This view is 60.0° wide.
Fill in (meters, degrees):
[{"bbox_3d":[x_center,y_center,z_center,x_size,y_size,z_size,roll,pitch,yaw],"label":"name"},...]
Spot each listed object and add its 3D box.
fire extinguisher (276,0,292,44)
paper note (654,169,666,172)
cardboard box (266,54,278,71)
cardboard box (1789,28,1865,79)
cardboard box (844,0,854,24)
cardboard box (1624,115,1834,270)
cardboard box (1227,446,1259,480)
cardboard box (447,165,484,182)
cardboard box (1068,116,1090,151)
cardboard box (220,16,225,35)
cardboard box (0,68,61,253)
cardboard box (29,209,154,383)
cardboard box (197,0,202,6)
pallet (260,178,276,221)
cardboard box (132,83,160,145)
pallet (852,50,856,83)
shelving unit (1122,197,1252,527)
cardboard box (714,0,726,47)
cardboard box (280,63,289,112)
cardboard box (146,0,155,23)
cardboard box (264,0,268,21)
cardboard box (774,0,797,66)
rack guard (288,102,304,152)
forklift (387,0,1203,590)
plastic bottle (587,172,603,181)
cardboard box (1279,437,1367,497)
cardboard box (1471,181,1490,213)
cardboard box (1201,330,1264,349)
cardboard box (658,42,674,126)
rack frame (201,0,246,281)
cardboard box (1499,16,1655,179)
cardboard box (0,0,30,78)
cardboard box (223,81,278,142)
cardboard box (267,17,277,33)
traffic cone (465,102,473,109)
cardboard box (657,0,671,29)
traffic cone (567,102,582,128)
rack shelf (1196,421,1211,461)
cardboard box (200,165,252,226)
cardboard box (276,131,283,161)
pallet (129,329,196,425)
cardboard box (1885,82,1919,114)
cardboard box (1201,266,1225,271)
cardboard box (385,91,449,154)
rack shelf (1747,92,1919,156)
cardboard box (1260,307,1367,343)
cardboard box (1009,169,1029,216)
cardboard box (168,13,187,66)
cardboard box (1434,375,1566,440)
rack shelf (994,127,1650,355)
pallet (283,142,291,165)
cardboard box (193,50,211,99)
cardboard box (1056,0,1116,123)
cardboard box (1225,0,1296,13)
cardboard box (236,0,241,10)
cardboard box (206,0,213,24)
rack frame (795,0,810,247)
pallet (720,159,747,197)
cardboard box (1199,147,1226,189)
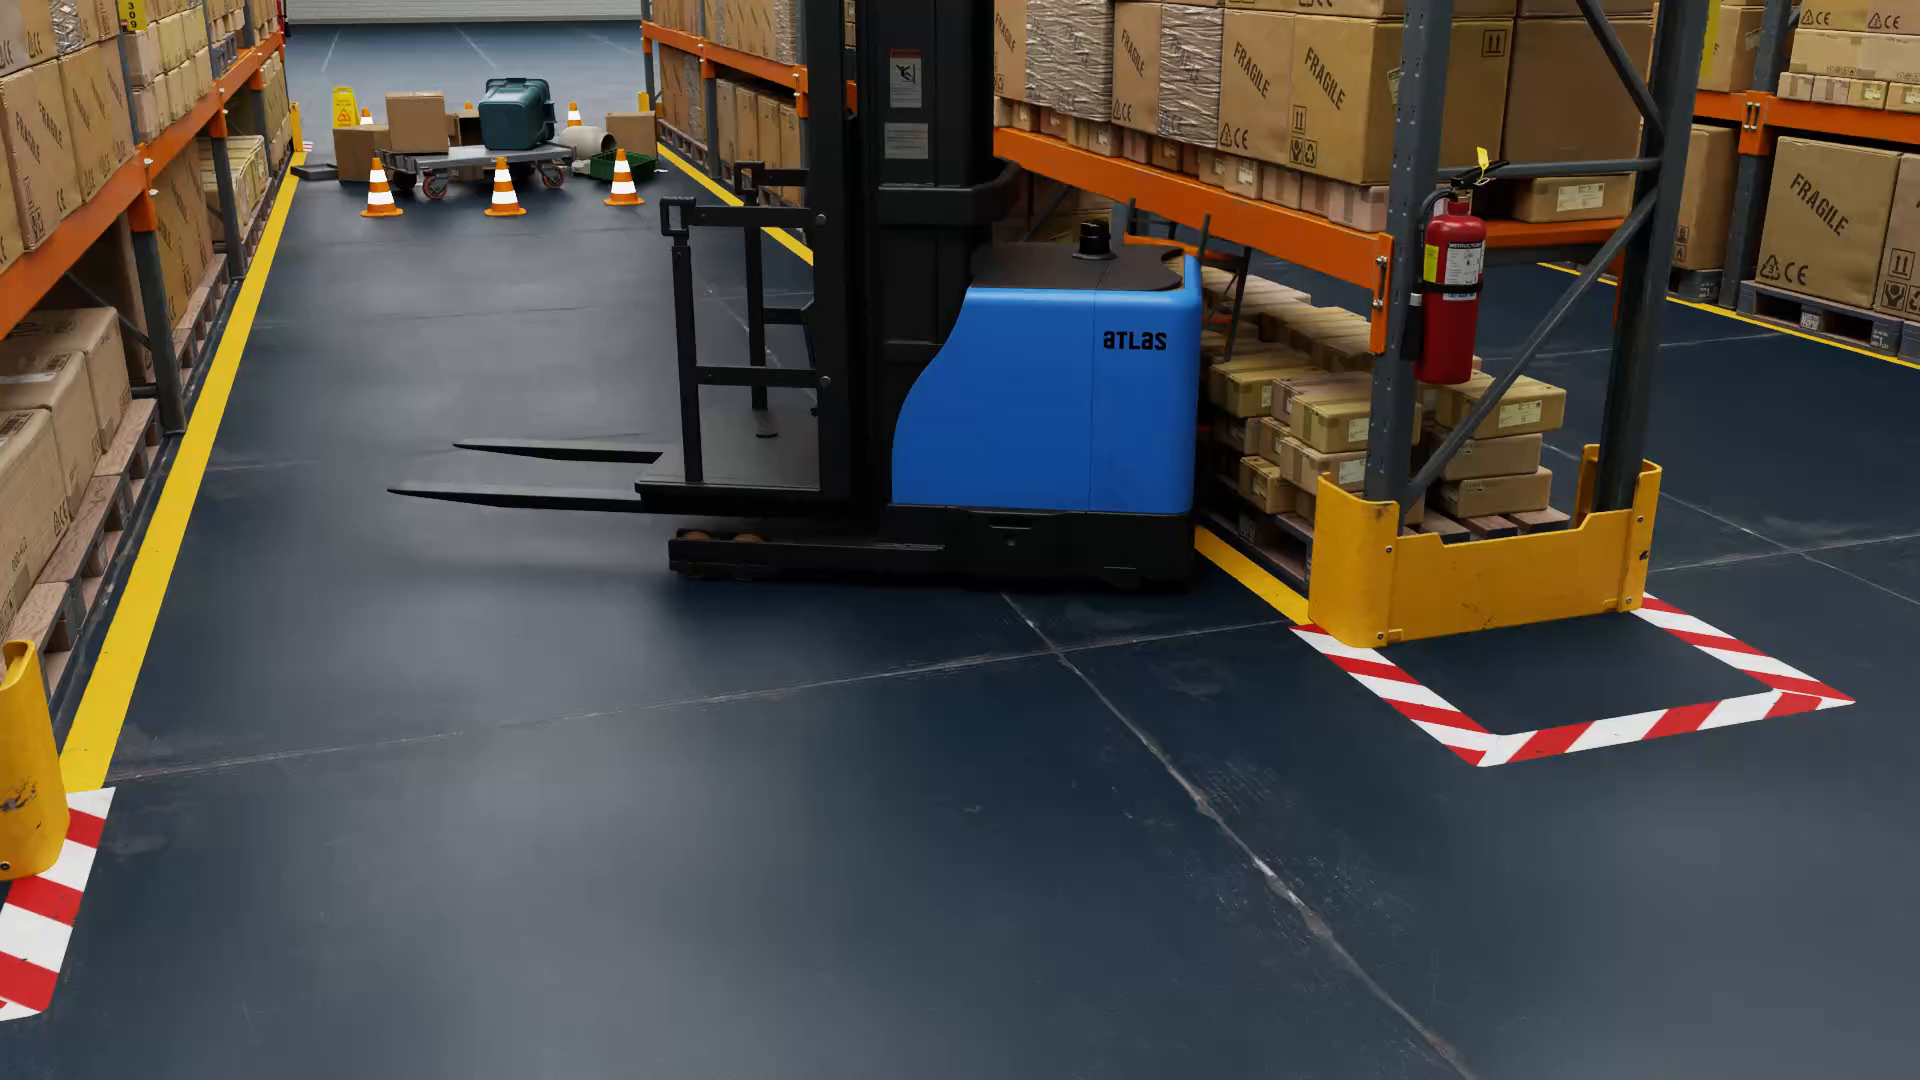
[{"bbox_3d":[-7.491,-5.769,18.156,0.296,0.674,0.183,-6,21,-17],"label":"fire extinguisher"},{"bbox_3d":[-3.039,-3.717,16.720,0.142,0.020,0.147,12,23,30],"label":"paper note"},{"bbox_3d":[-7.057,-4.776,16.653,0.380,0.149,0.250,-5,20,-15],"label":"cardboard box"},{"bbox_3d":[5.186,-2.813,9.592,0.500,0.250,0.500,-7,21,-18],"label":"cardboard box"},{"bbox_3d":[-0.575,-3.582,11.262,0.380,0.149,0.250,-7,21,-19],"label":"cardboard box"},{"bbox_3d":[5.067,-2.323,10.969,1.225,0.875,0.875,-6,21,-17],"label":"cardboard box"},{"bbox_3d":[1.262,-0.312,6.445,0.380,0.149,0.250,-6,21,-17],"label":"cardboard box"},{"bbox_3d":[-4.854,-3.639,16.155,0.396,0.266,0.258,12,23,30],"label":"cardboard box"},{"bbox_3d":[0.707,-1.853,7.509,0.380,0.149,0.250,-6,21,-16],"label":"cardboard box"},{"bbox_3d":[-5.766,-3.880,12.532,0.380,0.149,0.250,-6,21,-15],"label":"cardboard box"},{"bbox_3d":[-3.070,-1.142,5.010,0.500,0.500,0.500,-7,21,-18],"label":"cardboard box"},{"bbox_3d":[-4.392,-1.257,8.002,0.875,0.875,0.875,-6,21,-16],"label":"cardboard box"},{"bbox_3d":[-4.967,-3.532,10.186,0.500,0.500,0.500,-7,21,-19],"label":"cardboard box"},{"bbox_3d":[-6.389,-2.874,14.107,1.003,0.211,1.213,-6,21,-17],"label":"pallet"},{"bbox_3d":[-4.009,-1.968,7.680,0.500,0.250,0.500,-7,21,-18],"label":"cardboard box"},{"bbox_3d":[-0.050,-2.990,10.587,1.003,0.211,1.213,-6,21,-17],"label":"pallet"},{"bbox_3d":[0.802,-0.700,6.541,0.258,1.200,0.503,0,17,-30],"label":"shelving unit"},{"bbox_3d":[-1.899,-4.683,14.868,0.500,0.500,0.500,-6,21,-17],"label":"cardboard box"},{"bbox_3d":[-7.393,-4.747,17.533,0.500,0.500,0.500,-6,21,-17],"label":"cardboard box"},{"bbox_3d":[-4.173,-2.719,7.922,0.500,0.500,0.500,-7,21,-18],"label":"cardboard box"},{"bbox_3d":[-7.012,-5.275,16.079,0.500,0.500,0.500,-6,21,-17],"label":"cardboard box"},{"bbox_3d":[-1.107,-3.874,12.617,0.500,0.500,0.500,-6,21,-17],"label":"cardboard box"},{"bbox_3d":[-7.869,-4.519,18.259,1.175,0.500,0.348,-6,21,-17],"label":"rack guard"},{"bbox_3d":[-0.625,-1.406,5.995,3.031,2.935,1.130,2,20,7],"label":"forklift"},{"bbox_3d":[-3.488,-3.540,16.182,0.283,0.061,0.133,17,26,39],"label":"plastic bottle"},{"bbox_3d":[1.367,-0.279,5.912,0.380,0.149,0.250,-7,21,-19],"label":"cardboard box"},{"bbox_3d":[1.894,-1.242,5.808,0.380,0.149,0.250,-6,21,-15],"label":"cardboard box"},{"bbox_3d":[1.012,-0.749,6.781,0.380,0.149,0.250,-6,21,-15],"label":"cardboard box"},{"bbox_3d":[-2.950,-5.266,19.161,0.875,0.875,0.875,-6,21,-17],"label":"cardboard box"},{"bbox_3d":[-5.378,-3.153,10.757,1.000,3.000,0.127,-6,21,-17],"label":"rack frame"},{"bbox_3d":[1.925,-1.504,5.580,0.500,0.500,0.500,-5,20,-15],"label":"cardboard box"},{"bbox_3d":[-3.083,-1.617,4.854,0.500,0.500,0.500,-7,21,-18],"label":"cardboard box"},{"bbox_3d":[-6.565,-3.911,15.205,0.500,0.500,0.500,-5,20,-15],"label":"cardboard box"},{"bbox_3d":[-7.217,-5.271,17.026,0.380,0.149,0.250,-6,21,-16],"label":"cardboard box"},{"bbox_3d":[-5.586,-4.752,18.963,0.336,0.463,0.334,-6,21,-17],"label":"traffic cone"},{"bbox_3d":[-2.815,-5.868,18.093,0.875,0.550,0.550,-6,21,-17],"label":"cardboard box"},{"bbox_3d":[-4.407,-4.763,18.993,0.336,0.463,0.334,-6,21,-17],"label":"traffic cone"},{"bbox_3d":[0.762,-0.446,6.609,0.258,0.148,0.480,0,17,-30],"label":"rack shelf"},{"bbox_3d":[-5.786,-2.532,12.295,0.950,0.372,0.625,-7,21,-18],"label":"cardboard box"},{"bbox_3d":[-6.743,-3.728,15.805,0.500,0.250,0.500,-5,20,-14],"label":"cardboard box"},{"bbox_3d":[-4.435,-0.796,8.322,1.003,0.211,1.213,-6,21,-17],"label":"pallet"},{"bbox_3d":[5.314,-2.421,9.090,0.380,0.149,0.250,-7,21,-19],"label":"cardboard box"},{"bbox_3d":[1.108,-1.320,8.370,0.380,0.149,0.250,-7,21,-18],"label":"cardboard box"},{"bbox_3d":[-4.955,-3.815,15.178,0.500,0.500,0.500,-6,21,-17],"label":"cardboard box"},{"bbox_3d":[5.915,-1.942,8.449,1.077,0.370,4.000,-6,21,-17],"label":"rack shelf"},{"bbox_3d":[1.529,-0.904,7.213,0.380,0.149,0.250,-6,21,-16],"label":"cardboard box"},{"bbox_3d":[0.072,-2.014,9.553,0.500,0.250,0.500,-7,21,-19],"label":"cardboard box"},{"bbox_3d":[-4.476,-2.696,8.968,0.500,0.250,0.500,-7,21,-19],"label":"cardboard box"},{"bbox_3d":[1.961,-0.484,6.043,0.380,0.149,0.250,-7,21,-20],"label":"cardboard box"},{"bbox_3d":[1.175,-1.447,7.072,1.077,0.370,4.000,-6,21,-17],"label":"rack shelf"},{"bbox_3d":[-7.647,-4.119,17.572,1.003,0.211,1.213,-6,21,-17],"label":"pallet"},{"bbox_3d":[-4.797,-2.785,9.955,0.500,0.250,0.500,-6,21,-16],"label":"cardboard box"},{"bbox_3d":[0.749,-2.105,7.253,0.500,0.500,0.500,-7,21,-18],"label":"cardboard box"},{"bbox_3d":[1.264,-2.085,5.716,0.500,0.500,0.500,-7,21,-19],"label":"cardboard box"},{"bbox_3d":[-6.115,-4.538,13.405,0.500,0.500,0.500,-6,21,-17],"label":"cardboard box"},{"bbox_3d":[-5.300,-3.706,11.089,0.500,0.500,0.500,-7,21,-19],"label":"cardboard box"},{"bbox_3d":[-0.711,-3.711,12.311,1.000,3.000,0.127,-6,21,-17],"label":"rack frame"},{"bbox_3d":[-1.654,-3.443,15.689,1.003,0.211,1.213,-6,21,-17],"label":"pallet"},{"bbox_3d":[1.140,-1.430,6.332,0.380,0.149,0.250,-7,21,-20],"label":"cardboard box"}]
